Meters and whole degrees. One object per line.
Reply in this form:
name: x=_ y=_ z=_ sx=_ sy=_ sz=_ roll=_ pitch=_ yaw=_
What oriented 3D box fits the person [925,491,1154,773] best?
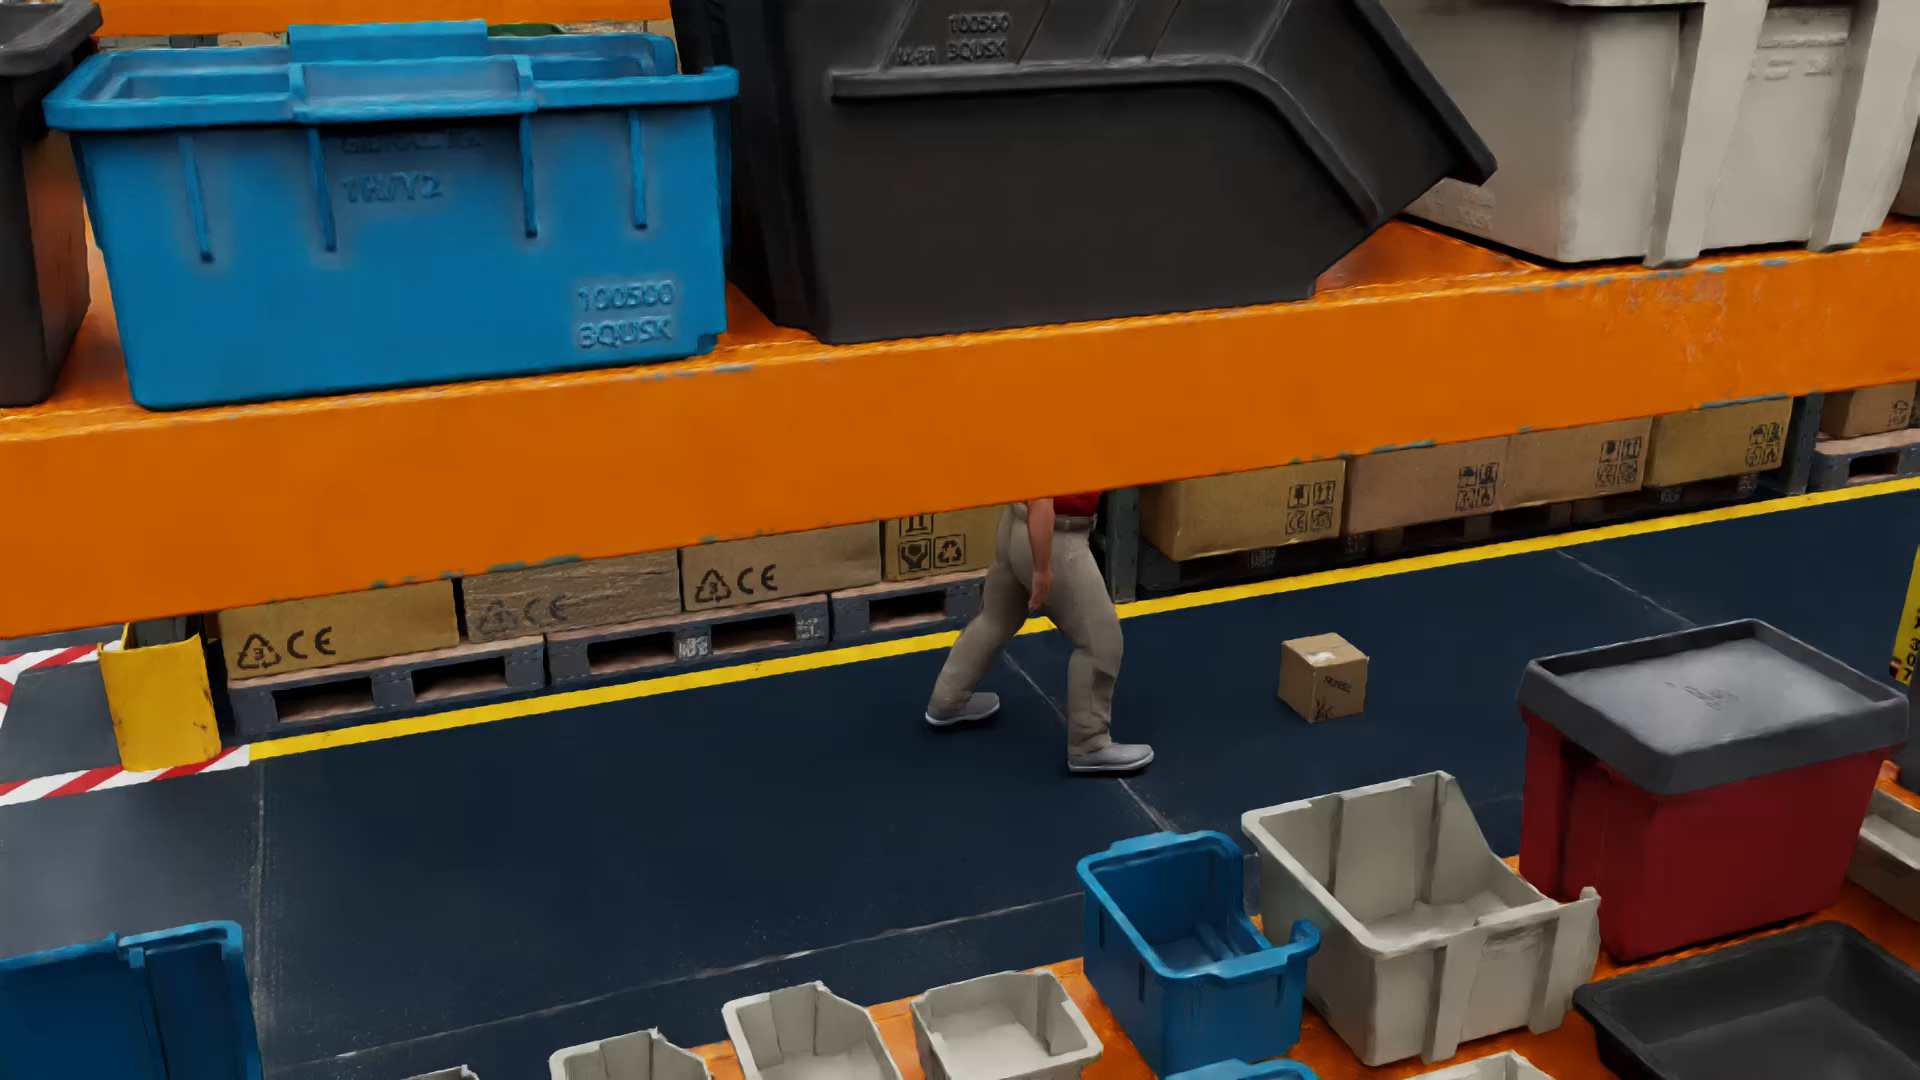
person: x=0.301 y=0.004 z=6.136 sx=0.795 sy=1.679 sz=0.615 roll=-4 pitch=23 yaw=-9
